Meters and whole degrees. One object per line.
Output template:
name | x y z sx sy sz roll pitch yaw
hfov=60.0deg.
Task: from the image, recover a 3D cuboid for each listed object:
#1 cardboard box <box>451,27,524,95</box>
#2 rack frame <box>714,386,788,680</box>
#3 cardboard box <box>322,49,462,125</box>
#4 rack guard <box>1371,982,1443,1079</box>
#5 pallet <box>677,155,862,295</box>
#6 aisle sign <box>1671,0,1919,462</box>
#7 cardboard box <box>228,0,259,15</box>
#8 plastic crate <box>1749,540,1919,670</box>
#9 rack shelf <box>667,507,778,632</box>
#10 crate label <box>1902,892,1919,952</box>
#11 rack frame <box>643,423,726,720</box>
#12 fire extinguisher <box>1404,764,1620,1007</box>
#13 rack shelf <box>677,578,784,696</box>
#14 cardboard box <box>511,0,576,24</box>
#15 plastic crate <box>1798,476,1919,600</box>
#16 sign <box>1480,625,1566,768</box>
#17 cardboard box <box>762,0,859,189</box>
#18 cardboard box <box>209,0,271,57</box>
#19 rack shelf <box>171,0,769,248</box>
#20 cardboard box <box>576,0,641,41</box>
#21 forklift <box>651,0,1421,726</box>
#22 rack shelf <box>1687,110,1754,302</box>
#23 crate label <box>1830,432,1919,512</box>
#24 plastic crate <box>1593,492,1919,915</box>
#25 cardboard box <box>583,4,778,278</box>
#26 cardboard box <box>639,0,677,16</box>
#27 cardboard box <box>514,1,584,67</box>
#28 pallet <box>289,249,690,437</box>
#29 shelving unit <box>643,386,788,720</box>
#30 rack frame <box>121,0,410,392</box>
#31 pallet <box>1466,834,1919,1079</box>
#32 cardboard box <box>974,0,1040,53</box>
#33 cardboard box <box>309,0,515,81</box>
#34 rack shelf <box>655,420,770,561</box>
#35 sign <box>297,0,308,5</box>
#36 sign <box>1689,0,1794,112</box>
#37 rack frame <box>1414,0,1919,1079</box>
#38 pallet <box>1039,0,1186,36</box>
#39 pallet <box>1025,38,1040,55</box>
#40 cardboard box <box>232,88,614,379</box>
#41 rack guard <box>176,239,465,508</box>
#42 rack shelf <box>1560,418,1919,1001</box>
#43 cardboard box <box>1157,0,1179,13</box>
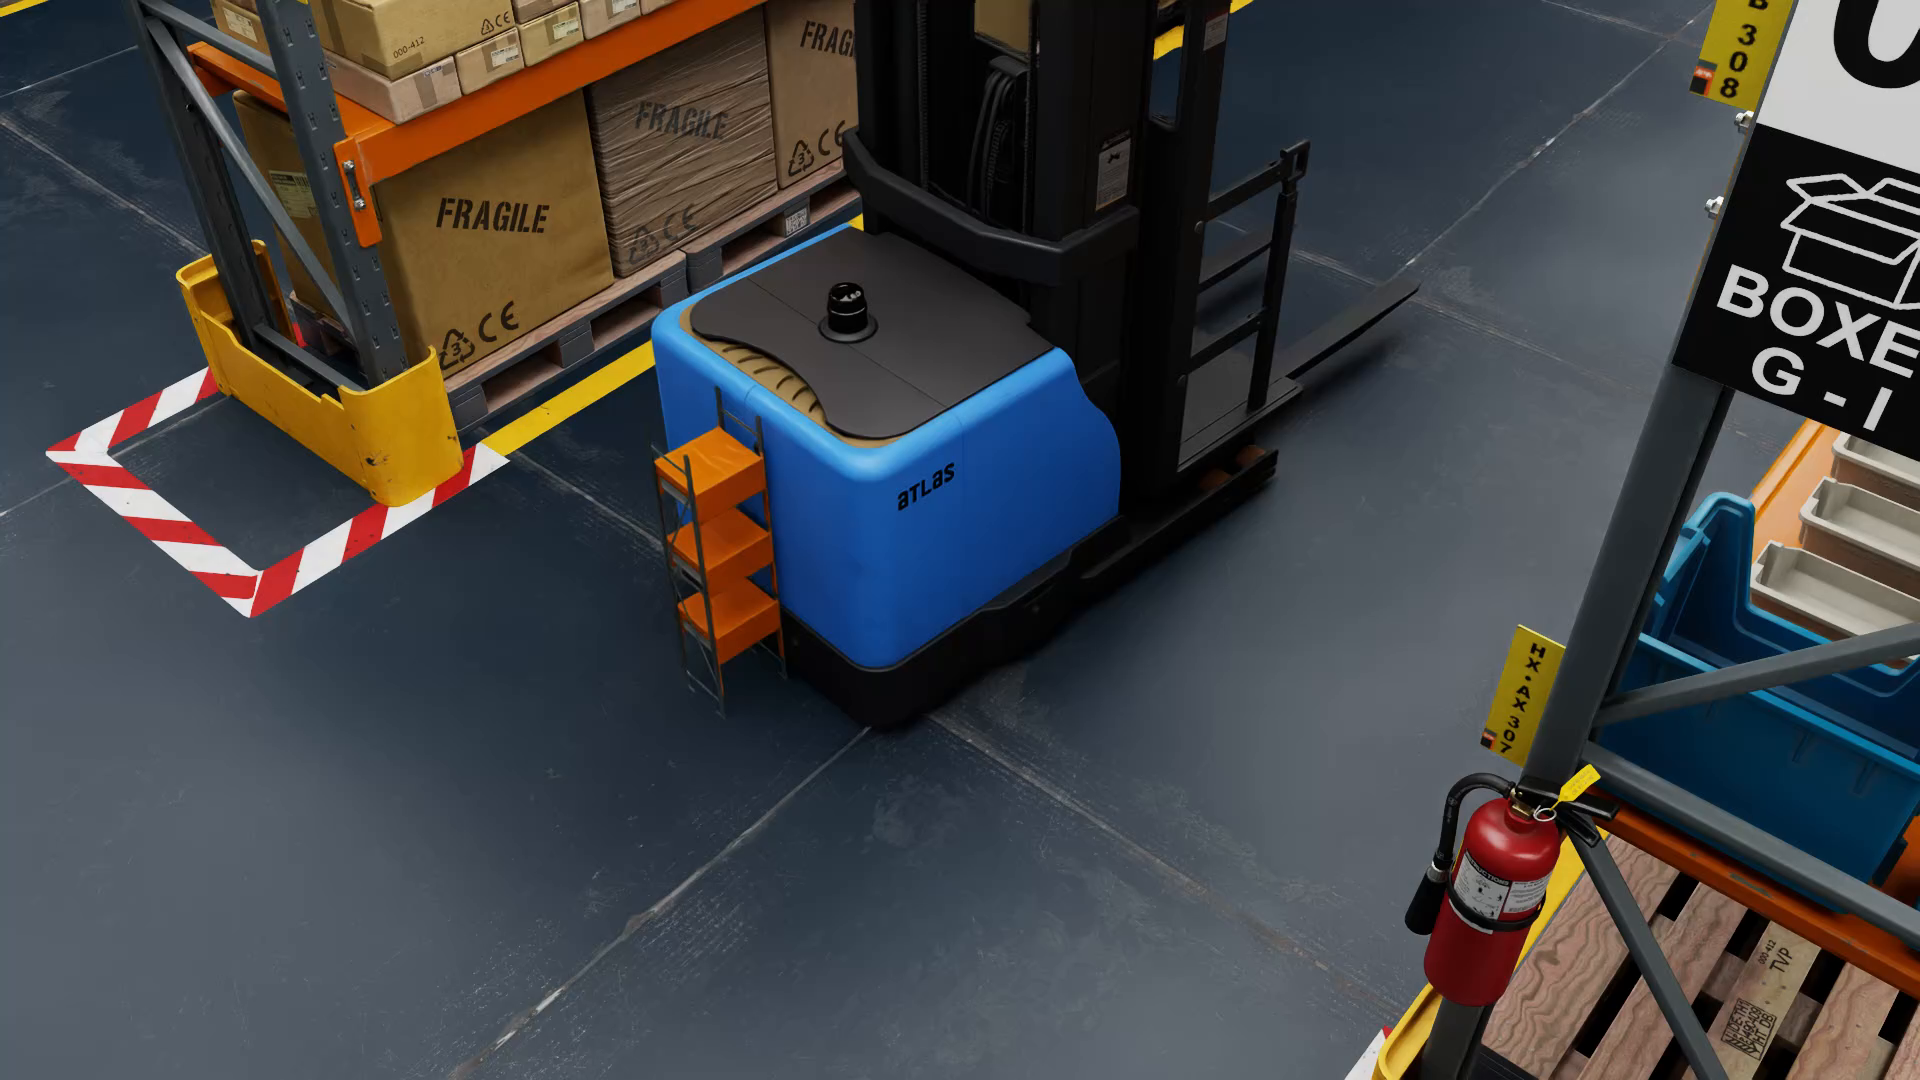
cardboard box | -1.673 -1.640 5.511 0.380 0.149 0.250 29 50 28
rack frame | -0.617 0.005 4.964 0.008 1.050 0.200 -33 51 -31
cardboard box | -1.837 -1.507 5.365 0.380 0.149 0.250 30 50 29
rack guard | 1.468 1.527 3.699 1.175 0.500 0.348 29 50 28
pallet | -1.078 -1.599 7.352 1.003 0.211 1.213 29 50 28
aisle sign | 1.203 -0.467 2.102 0.394 0.787 0.004 29 50 28
cardboard box | -2.209 -1.979 5.587 0.500 0.250 0.500 29 50 28
plastic crate | 1.860 0.161 3.494 0.396 0.136 0.243 29 50 28
rack shelf | -0.706 0.070 4.909 0.240 0.259 0.215 -33 51 -31
crate label | 1.884 0.639 2.897 0.416 0.233 0.303 29 50 28
rack frame | -0.794 0.118 4.840 0.008 1.050 0.200 -33 51 -31
fire extinguisher | 1.028 0.632 3.160 0.296 0.674 0.183 29 50 28
rack shelf | -0.706 0.275 5.096 0.240 0.259 0.215 -33 51 -31
cardboard box | -1.473 -2.016 5.627 0.500 0.250 0.500 29 50 28
plastic crate | 2.057 0.018 3.652 0.396 0.136 0.243 29 50 28
sign | 1.042 0.294 3.076 0.100 0.325 0.005 29 50 28
cardboard box | -0.809 -2.221 7.230 0.875 0.875 0.875 29 50 28
cardboard box | -2.340 -1.793 5.679 0.380 0.149 0.250 30 50 29
rack shelf | -1.030 -2.324 6.611 1.077 0.370 4.000 29 50 28
cardboard box | -1.341 -1.907 5.804 0.380 0.149 0.250 29 50 28
forklift | 0.487 -1.396 5.107 3.031 2.935 1.130 -33 51 -31
rack shelf | 2.760 -1.289 3.243 1.077 0.370 4.000 29 50 28
crate label | 2.218 -0.136 3.821 0.396 0.136 0.243 29 50 28
plastic crate | 1.546 0.296 3.124 0.616 0.435 0.499 29 50 28
cardboard box | -1.381 -1.762 6.726 0.875 0.875 0.875 29 50 28
cardboard box | -1.177 -2.037 5.948 0.380 0.149 0.250 29 49 28
cardboard box | -1.508 -1.772 5.656 0.380 0.149 0.250 28 49 28
pallet | -1.863 -0.974 6.664 1.003 0.211 1.213 29 50 28
shelving unit | -0.706 0.062 4.902 0.252 1.050 0.215 -33 51 -31
rack frame | -2.318 -1.560 5.236 1.000 3.000 0.127 29 50 28
pallet | 2.034 1.208 4.265 1.003 0.211 1.213 29 50 28
cardboard box | -0.229 -2.684 7.739 0.875 0.875 0.875 29 50 28
cardboard box | -1.802 -1.745 5.330 0.500 0.250 0.500 28 49 27
rack shelf | -0.706 -0.140 4.718 0.240 0.259 0.215 -33 51 -31
sign | -1.897 -1.667 4.651 0.100 0.325 0.005 29 50 28
sign | 1.042 -0.717 2.157 0.100 0.325 0.005 29 50 28
rack frame | 1.471 0.583 2.879 0.949 2.616 0.053 29 50 28
pallet | 0.696 -3.018 8.912 1.003 0.211 1.213 29 50 28
pallet | -0.293 -2.231 8.046 1.003 0.211 1.213 29 50 28
cardboard box | -1.967 -1.294 6.210 0.875 0.875 0.875 29 50 28
rack guard | -2.333 -0.623 6.064 1.175 0.500 0.348 29 50 28
rack shelf | 2.760 -0.180 4.252 1.077 0.370 4.000 29 50 28
cardboard box | 0.653 -3.327 8.447 1.225 0.875 0.875 30 50 29
